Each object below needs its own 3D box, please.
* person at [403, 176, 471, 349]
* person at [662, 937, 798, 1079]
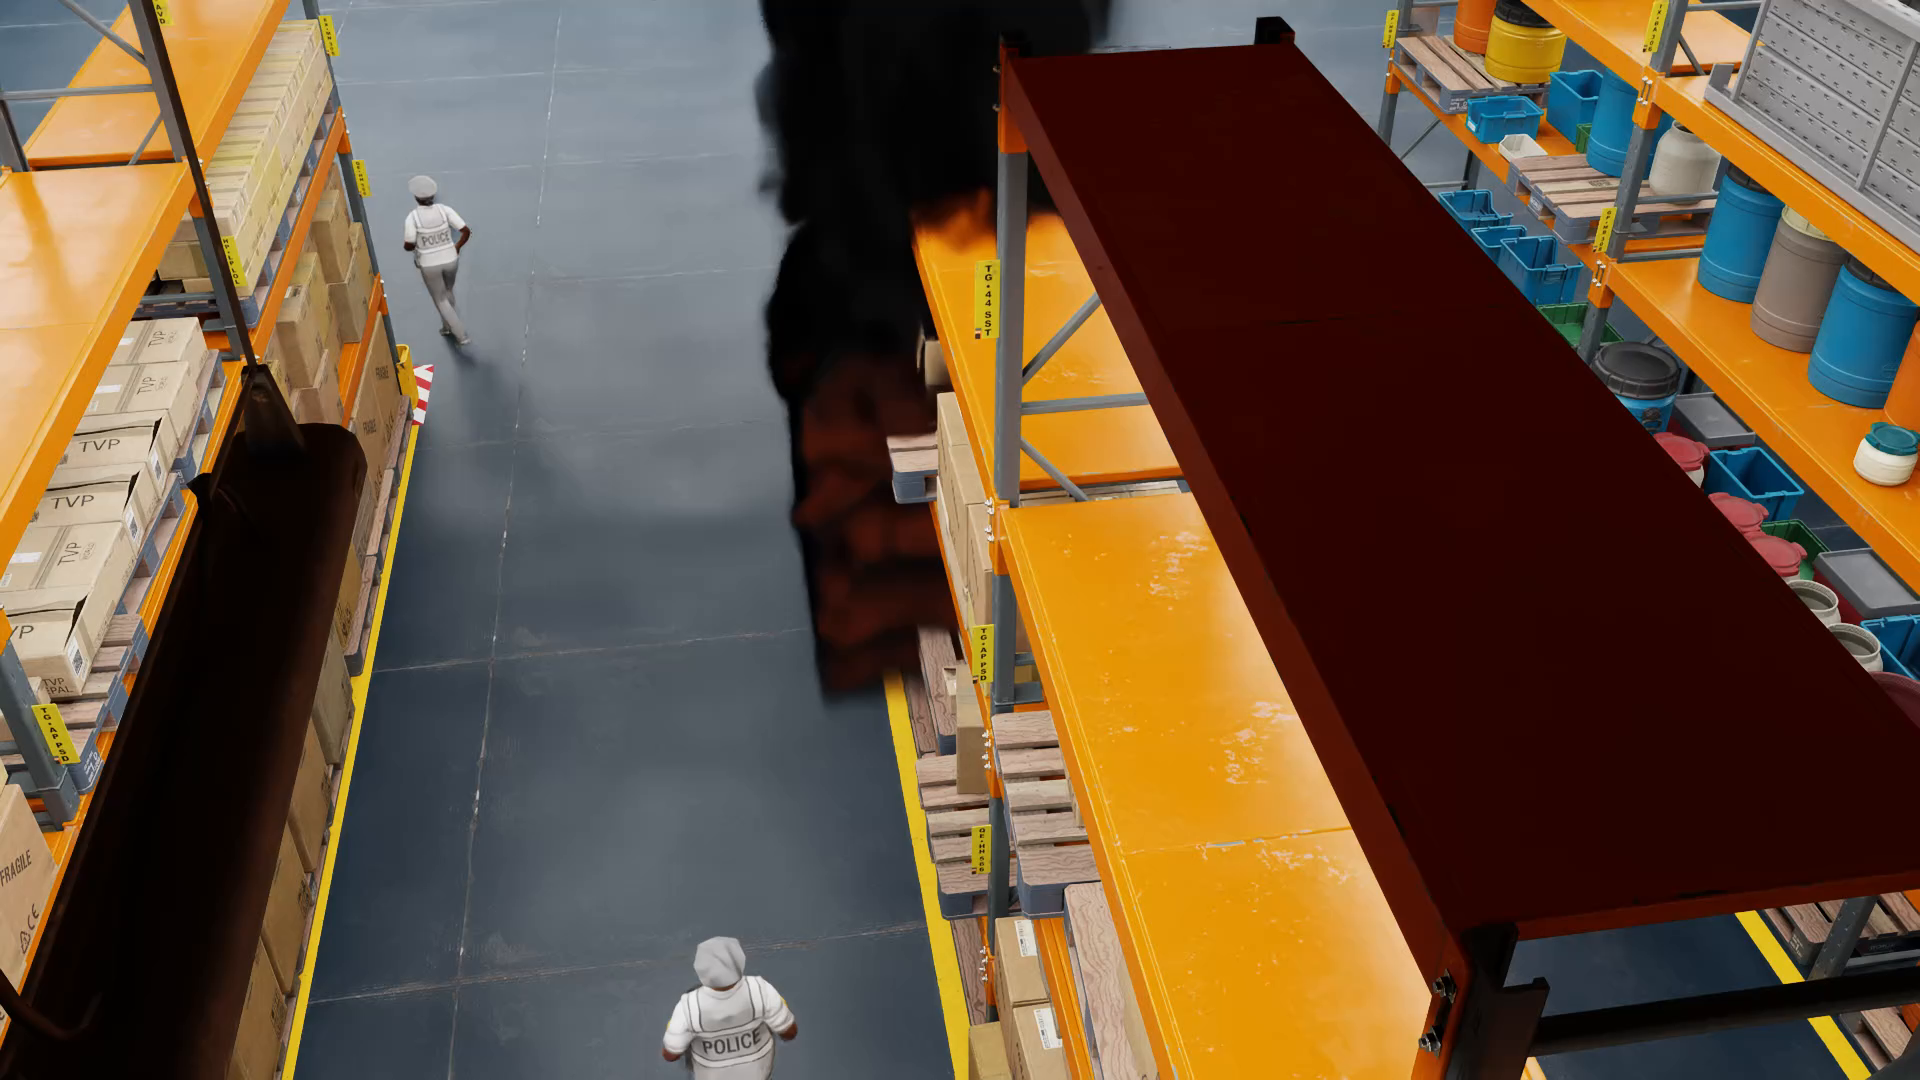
[{"bbox_3d":[-4.837,-2.553,15.519,0.595,1.714,0.826,-25,43,-30],"label":"person"},{"bbox_3d":[-1.148,2.643,8.402,0.671,1.743,0.610,-9,37,-12],"label":"person"}]
